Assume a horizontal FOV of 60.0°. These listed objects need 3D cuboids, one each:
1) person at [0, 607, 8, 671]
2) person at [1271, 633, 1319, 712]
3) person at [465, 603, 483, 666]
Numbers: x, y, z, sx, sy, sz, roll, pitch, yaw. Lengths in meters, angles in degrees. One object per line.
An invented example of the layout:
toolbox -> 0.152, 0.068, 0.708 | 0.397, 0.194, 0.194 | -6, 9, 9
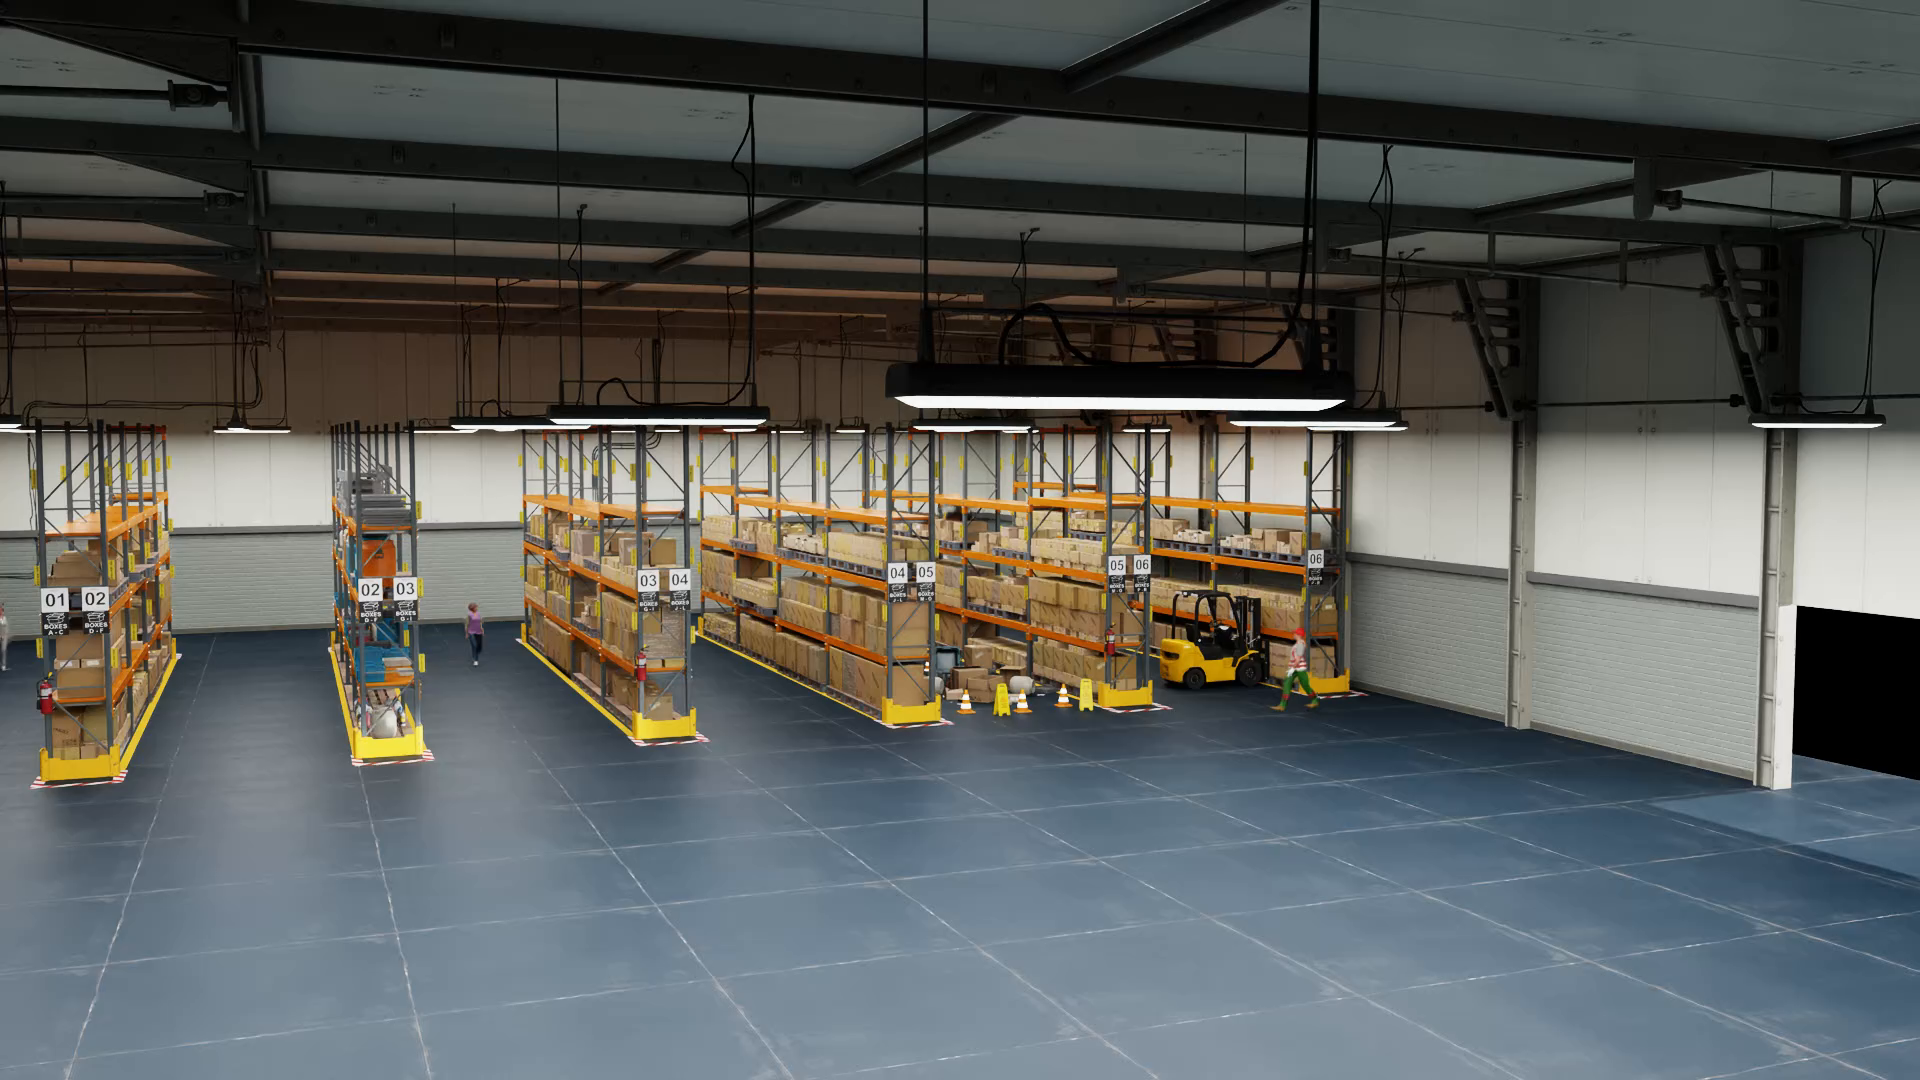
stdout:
person -> -23.507, 2.401, 40.689 | 0.380, 1.553, 0.868 | -2, 4, -29
person -> 7.005, 2.723, 34.578 | 1.087, 1.684, 0.476 | -3, 4, -36
person -> -12.141, 2.333, 41.530 | 0.435, 1.560, 0.703 | -2, 4, -27
